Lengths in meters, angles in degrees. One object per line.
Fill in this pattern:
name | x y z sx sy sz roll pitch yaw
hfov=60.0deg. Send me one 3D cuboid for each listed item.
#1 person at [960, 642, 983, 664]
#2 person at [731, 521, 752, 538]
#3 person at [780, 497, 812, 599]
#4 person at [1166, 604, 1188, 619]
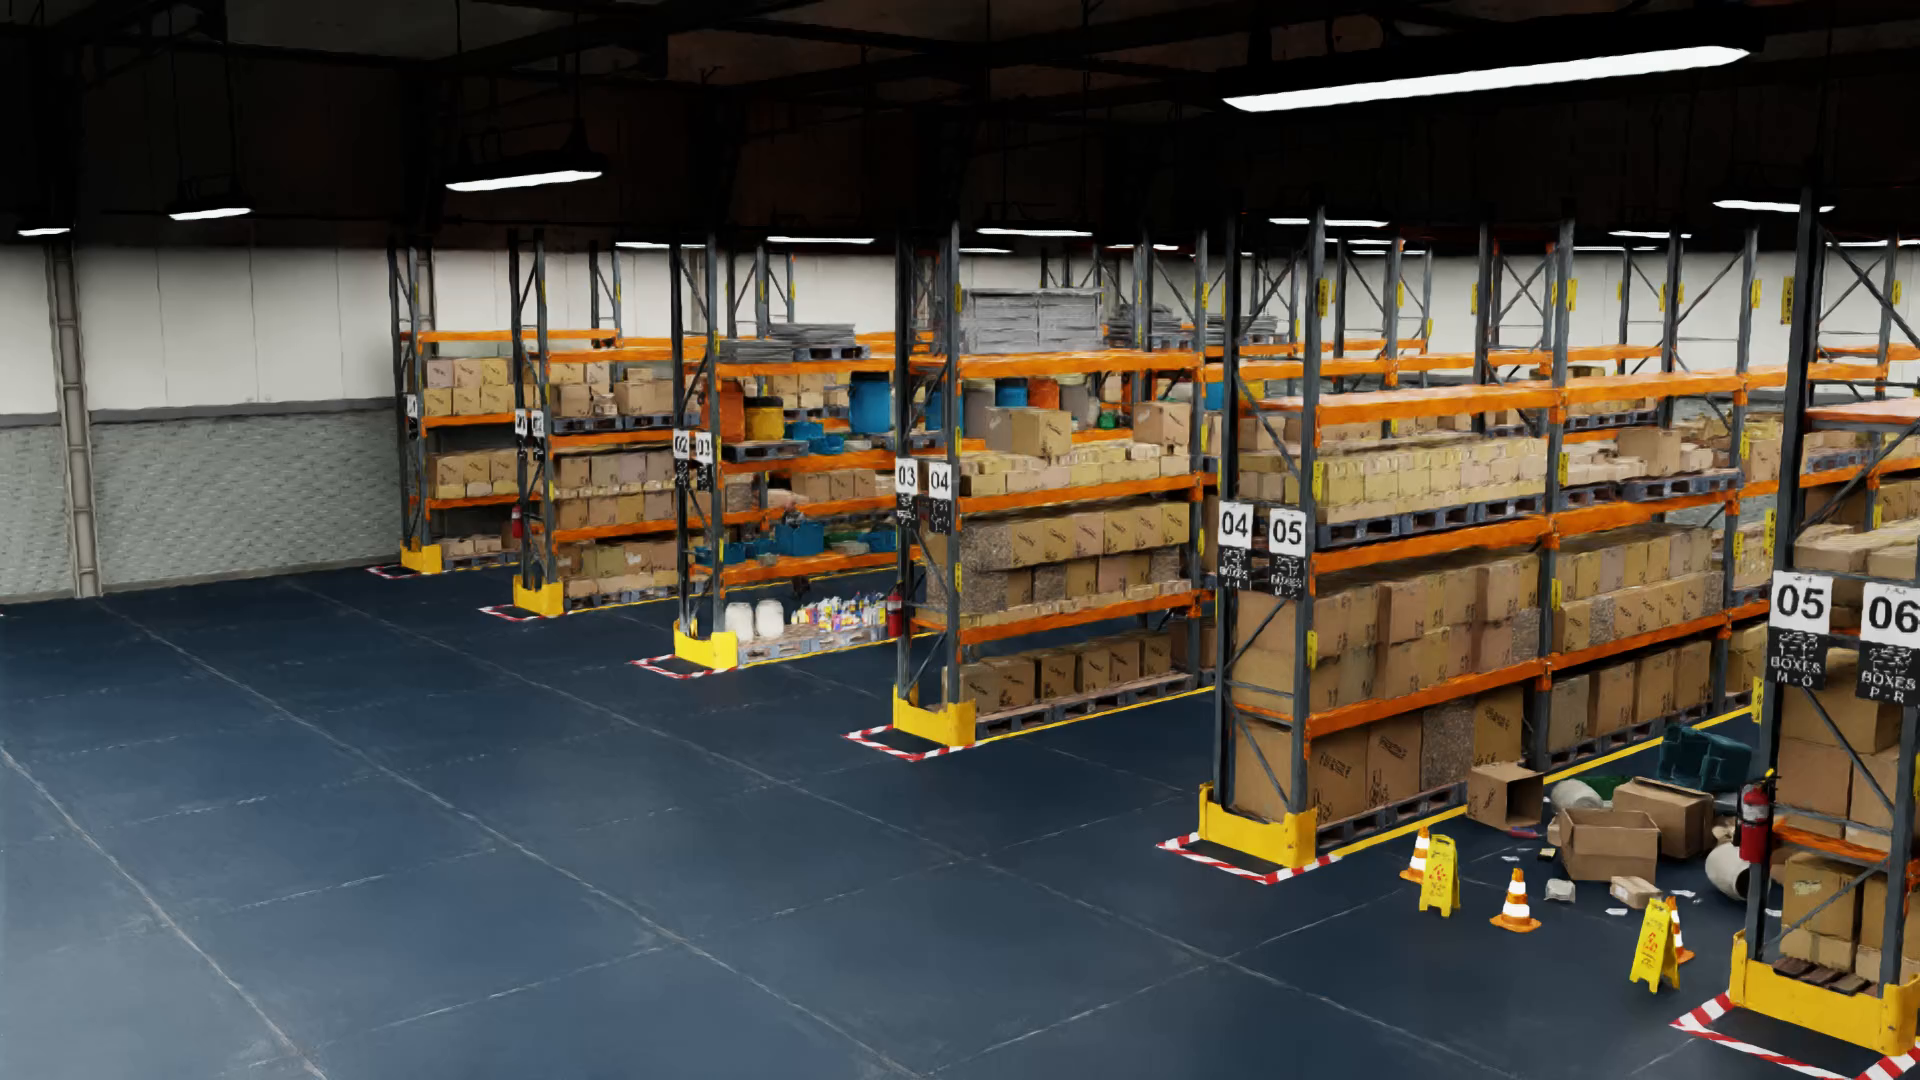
person | 0.110 1.057 21.674 0.507 1.618 0.580 -8 12 -42
person | -4.063 -0.359 30.816 0.531 1.629 0.592 -8 12 -41
person | -2.672 0.142 27.630 0.662 1.600 0.678 8 12 41
person | 3.404 0.412 25.625 0.432 1.670 0.503 4 9 22
